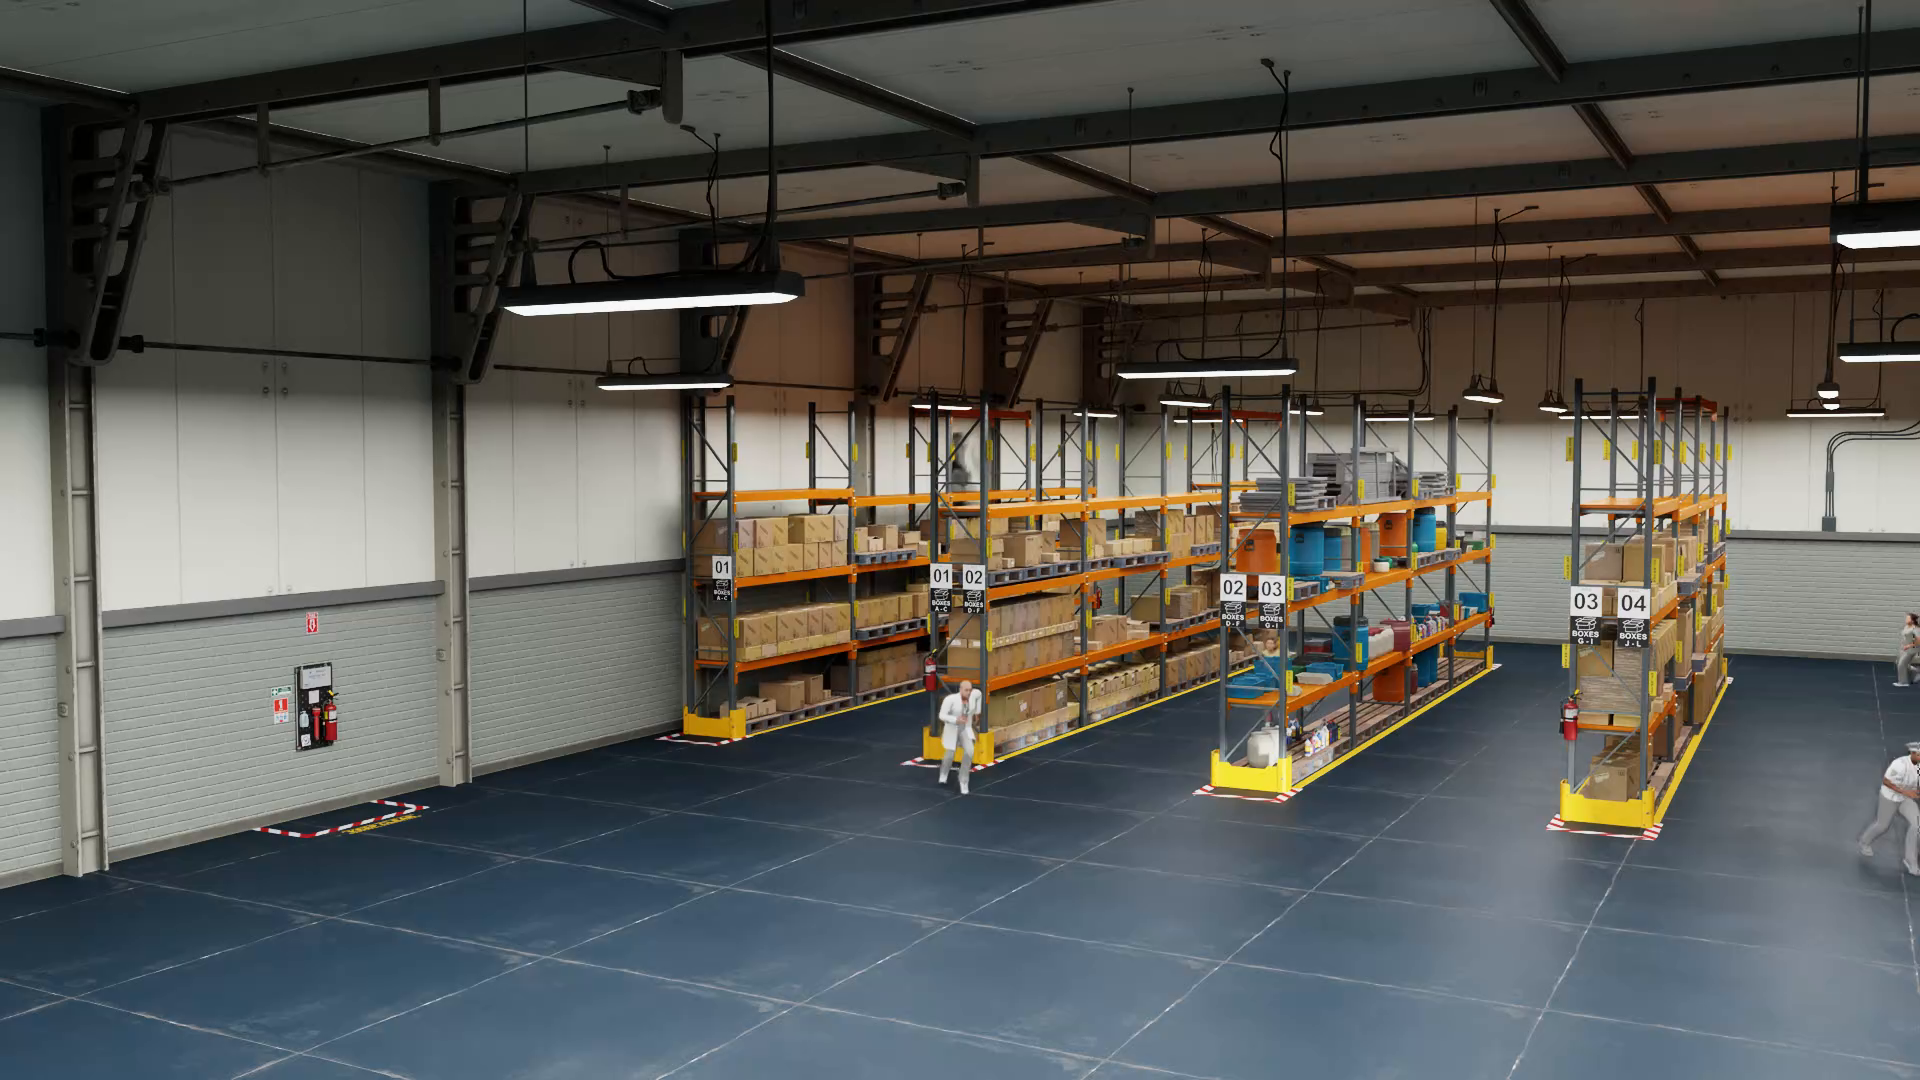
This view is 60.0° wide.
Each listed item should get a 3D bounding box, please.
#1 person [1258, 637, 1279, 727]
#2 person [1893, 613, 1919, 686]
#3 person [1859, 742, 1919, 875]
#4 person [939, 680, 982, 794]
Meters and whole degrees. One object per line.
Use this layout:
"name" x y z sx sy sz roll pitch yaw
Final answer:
"person" 5.730 2.630 30.496 0.562 1.554 0.817 1 3 26
"person" 20.246 2.343 35.317 0.575 1.603 0.600 0 3 5
"person" 11.300 3.182 20.105 0.618 1.621 0.985 -1 3 -14
"person" -0.028 2.898 24.632 0.753 1.733 1.039 -1 3 -23
